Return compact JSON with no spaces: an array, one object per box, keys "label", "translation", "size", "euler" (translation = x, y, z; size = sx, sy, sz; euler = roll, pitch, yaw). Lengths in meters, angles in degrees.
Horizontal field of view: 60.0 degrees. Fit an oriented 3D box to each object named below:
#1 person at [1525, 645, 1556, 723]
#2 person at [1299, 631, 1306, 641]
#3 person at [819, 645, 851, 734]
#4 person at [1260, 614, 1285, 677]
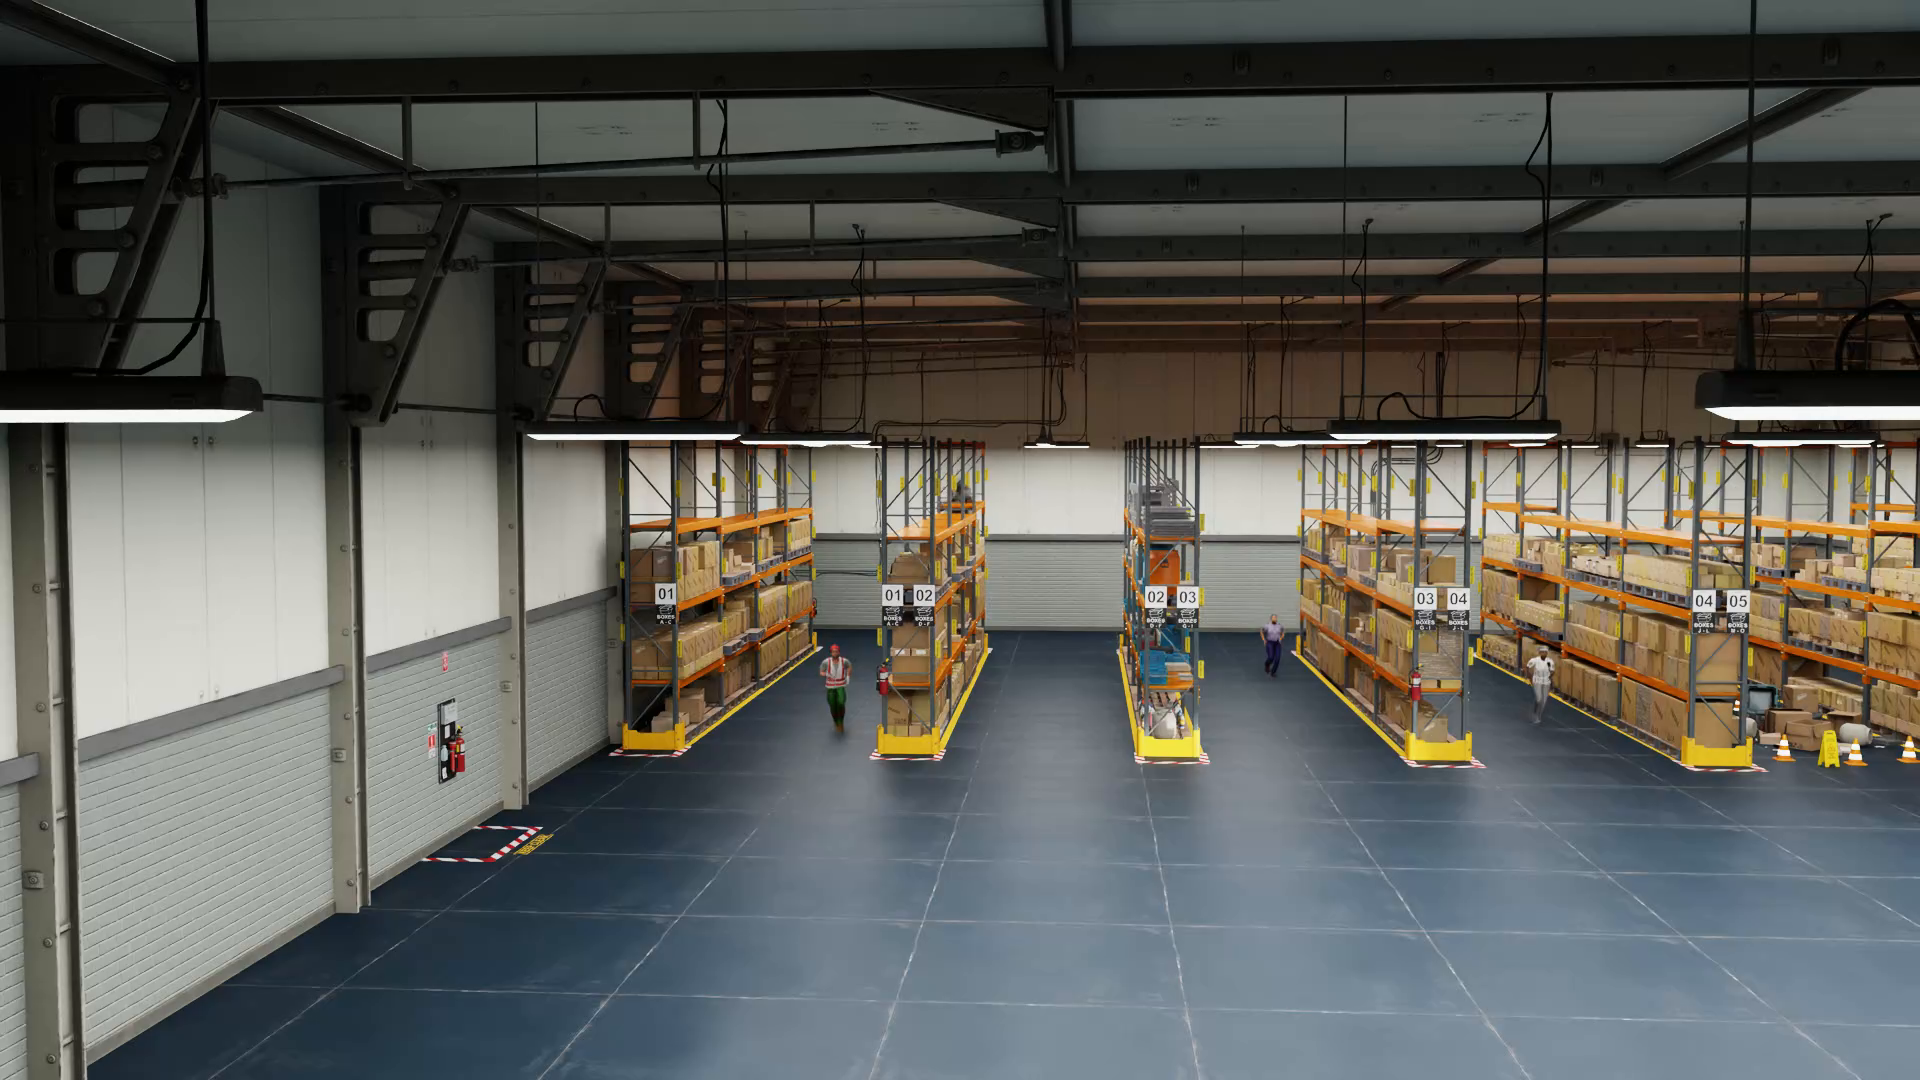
[{"label":"person","translation":[12.171,3.016,34.804],"size":[0.569,1.653,0.671],"euler":[0,3,2]},{"label":"person","translation":[10.265,2.384,48.057],"size":[0.993,1.585,0.511],"euler":[2,3,26]},{"label":"person","translation":[-2.545,3.027,33.896],"size":[0.635,1.802,0.789],"euler":[0,3,-1]},{"label":"person","translation":[7.933,2.674,42.047],"size":[0.602,1.605,0.540],"euler":[0,3,-5]}]
